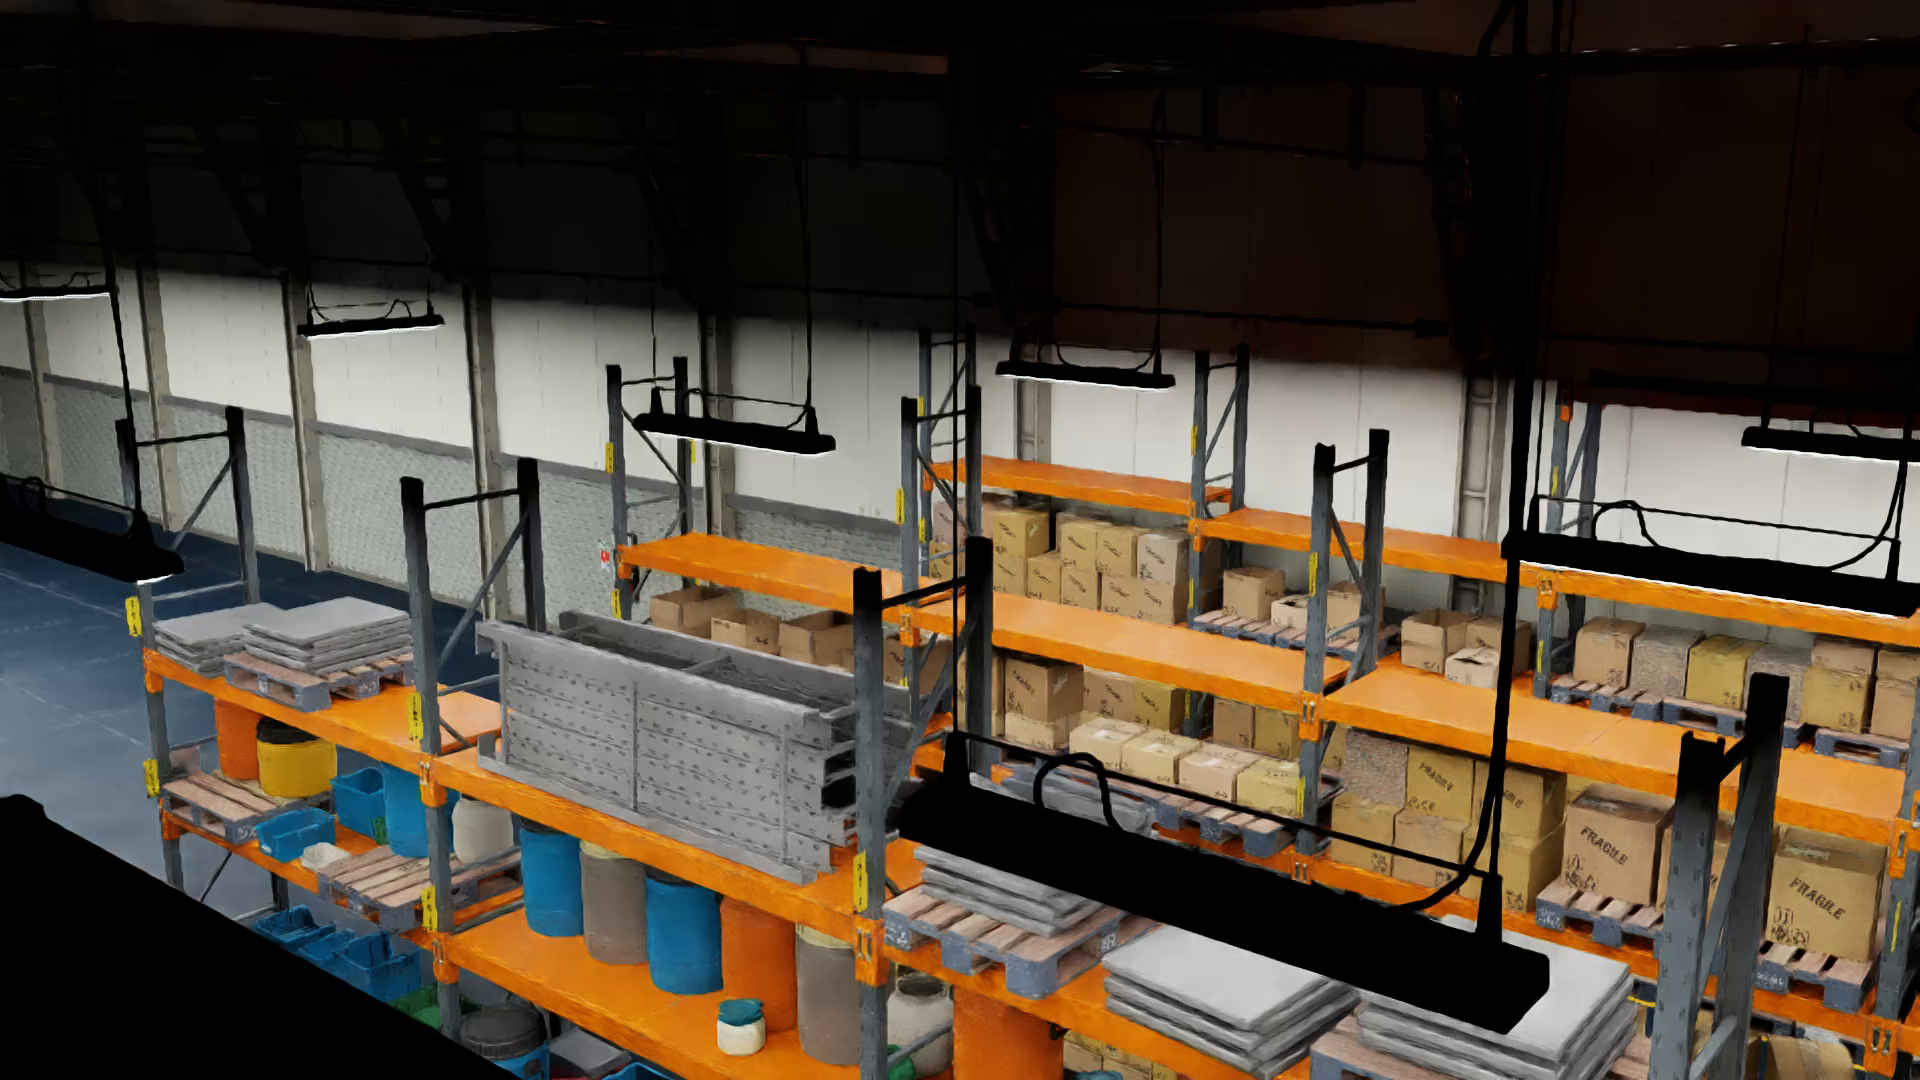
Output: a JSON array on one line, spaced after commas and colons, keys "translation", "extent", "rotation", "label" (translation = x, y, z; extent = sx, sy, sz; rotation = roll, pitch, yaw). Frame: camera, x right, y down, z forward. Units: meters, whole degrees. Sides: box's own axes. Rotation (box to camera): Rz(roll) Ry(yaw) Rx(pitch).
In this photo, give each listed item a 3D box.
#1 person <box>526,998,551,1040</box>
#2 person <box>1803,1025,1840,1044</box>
[{"translation": [-3.636, 4.048, 14.633], "extent": [1.110, 1.591, 0.445], "rotation": [9, 16, 36], "label": "person"}, {"translation": [6.550, 4.489, 12.674], "extent": [1.088, 1.587, 0.456], "rotation": [11, 17, 40], "label": "person"}]
